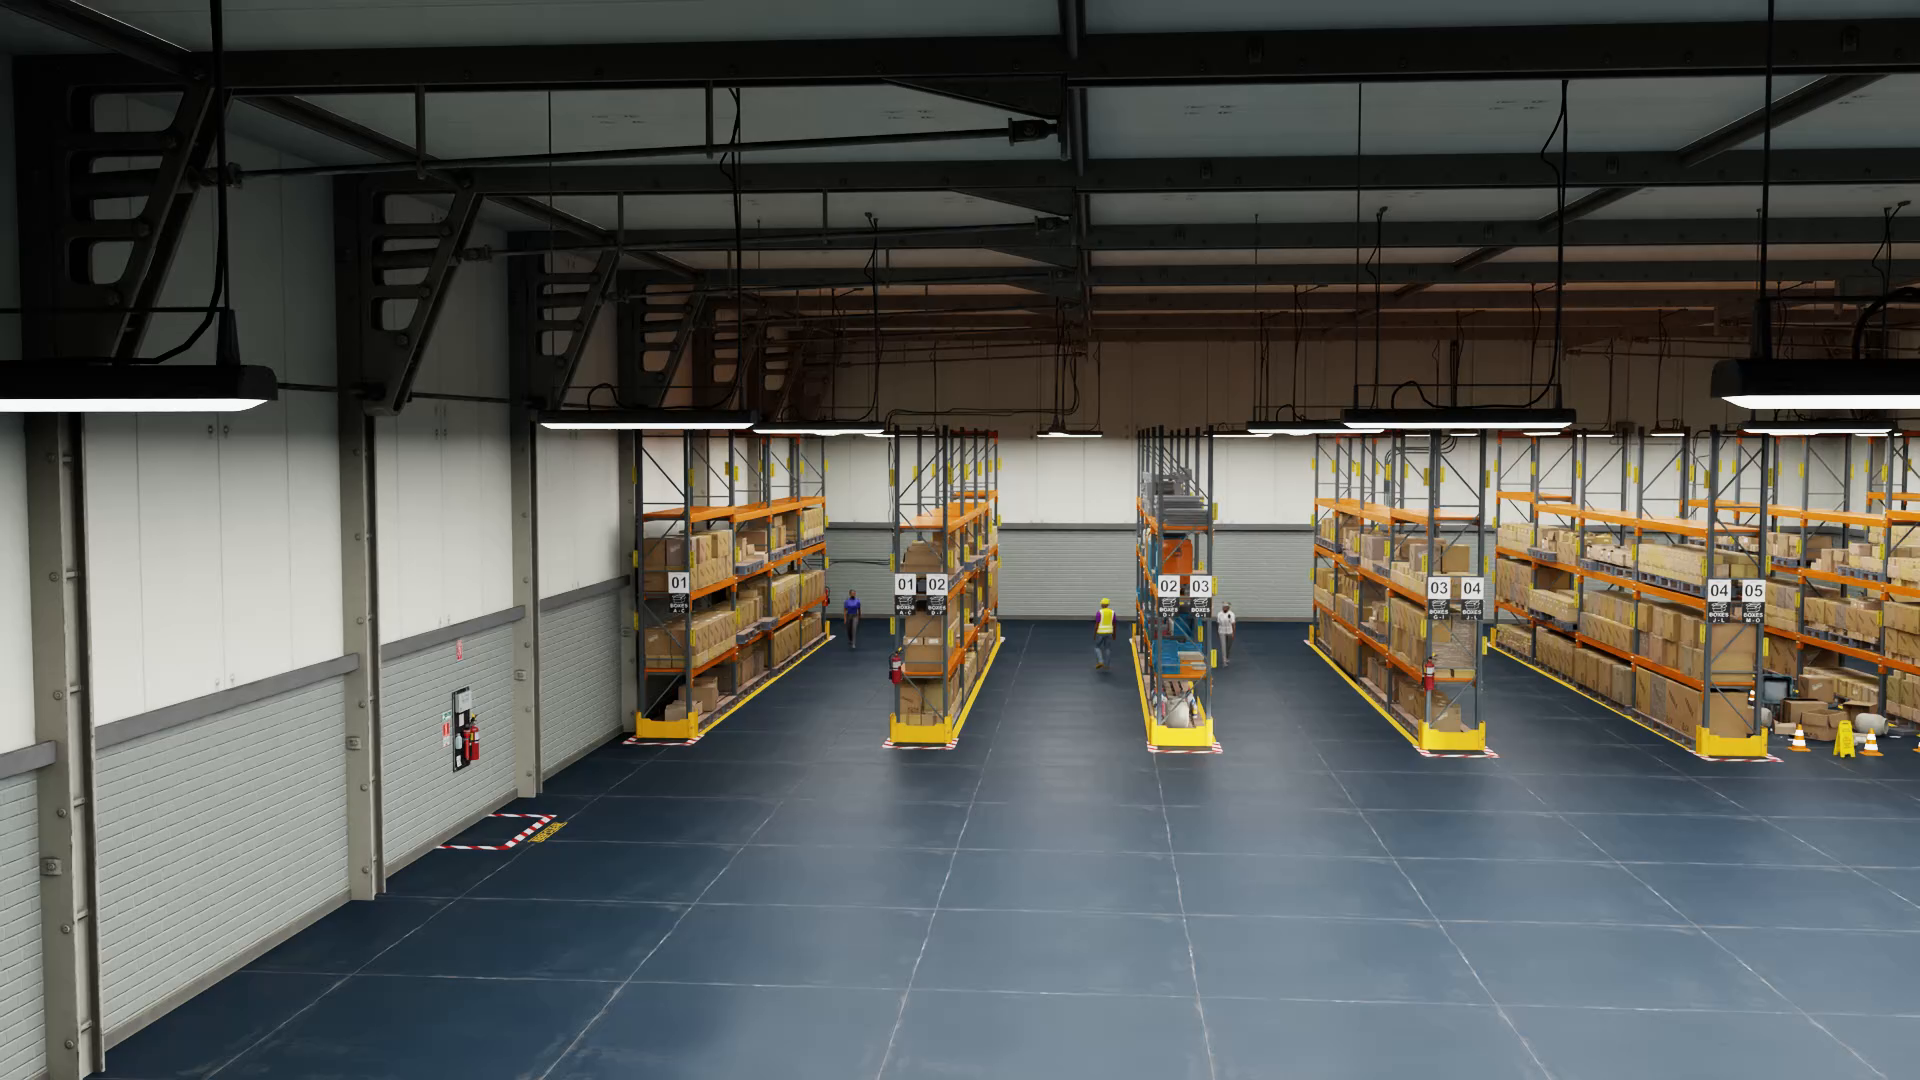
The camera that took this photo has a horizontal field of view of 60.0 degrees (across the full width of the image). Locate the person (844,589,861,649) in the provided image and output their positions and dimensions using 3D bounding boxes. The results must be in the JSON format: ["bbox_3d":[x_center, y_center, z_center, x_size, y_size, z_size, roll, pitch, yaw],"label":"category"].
[{"bbox_3d":[-2.964,2.154,45.769,0.448,1.593,1.045,0,3,4],"label":"person"}]

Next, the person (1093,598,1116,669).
[{"bbox_3d":[3.614,2.349,41.633,0.609,1.787,0.403,-1,4,-21],"label":"person"}]

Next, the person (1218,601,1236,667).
[{"bbox_3d":[6.758,2.356,42.139,0.428,1.631,1.021,0,3,2],"label":"person"}]
